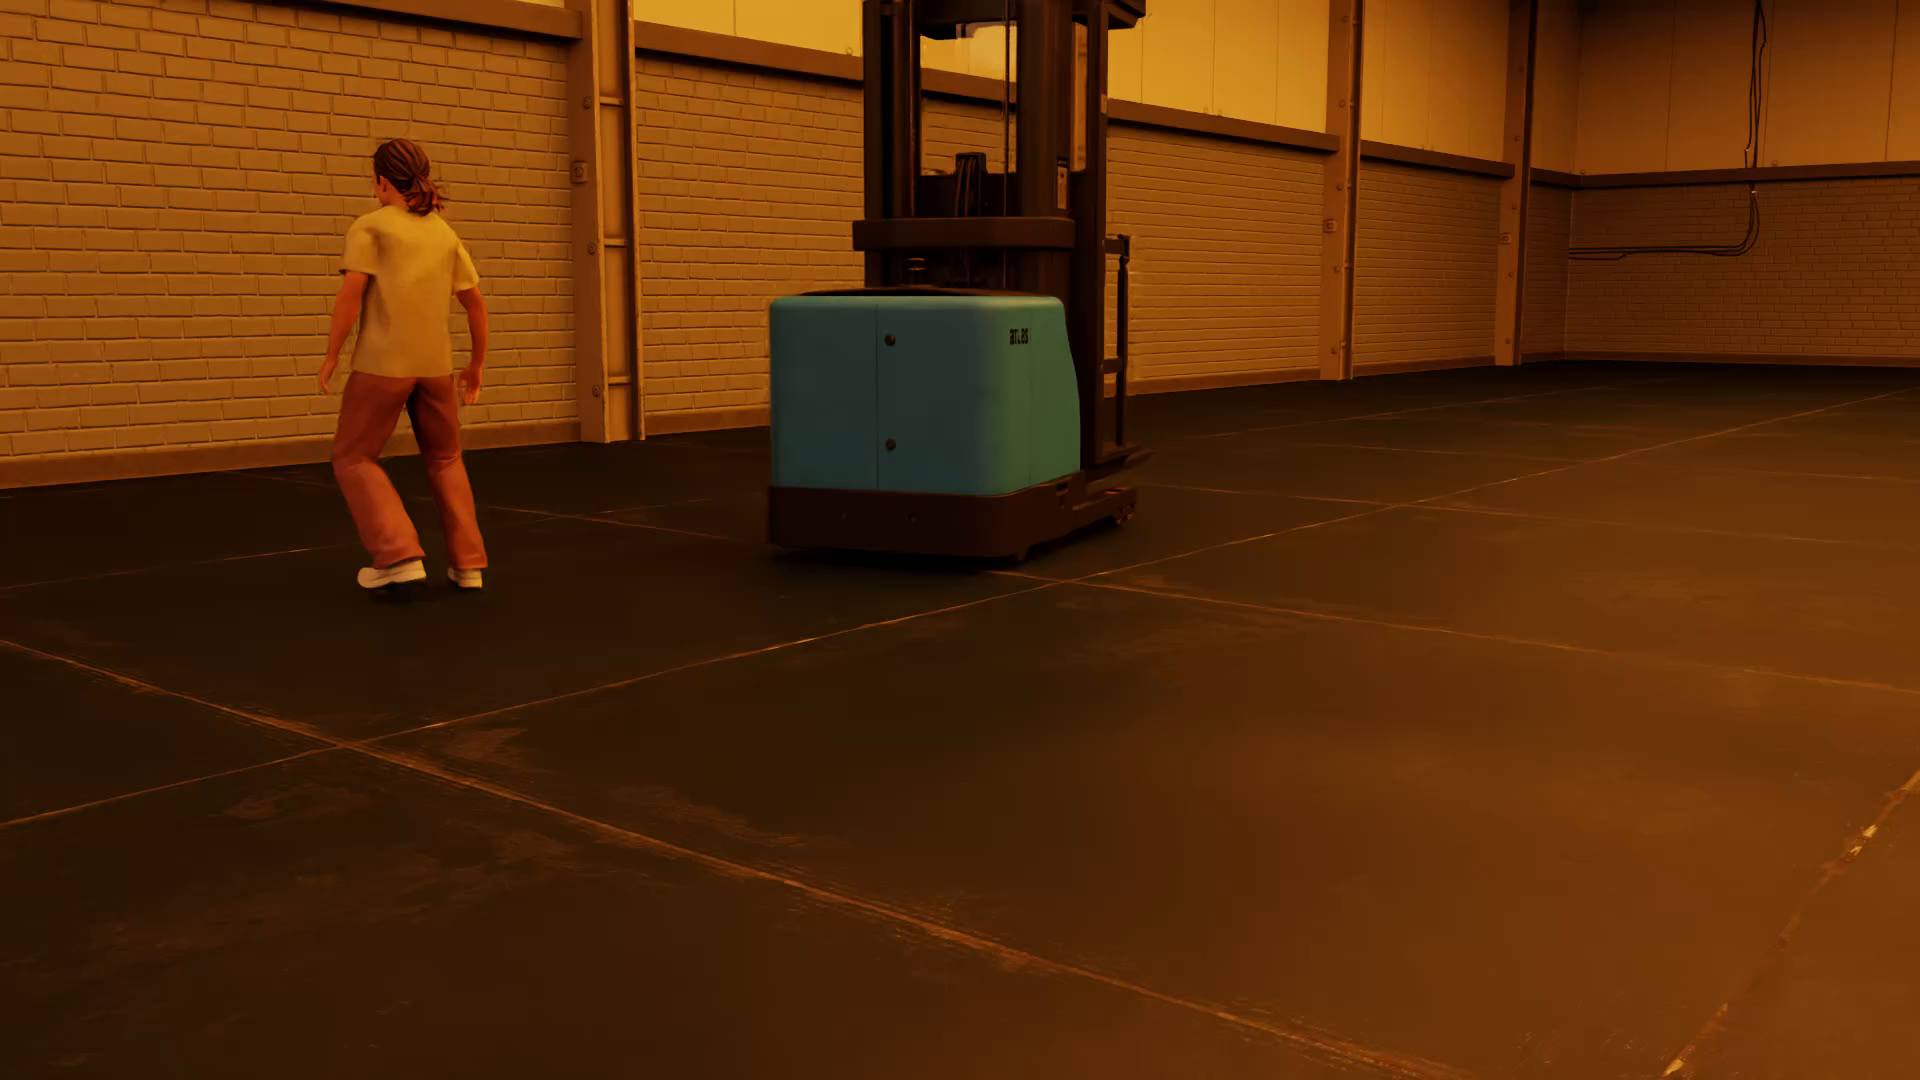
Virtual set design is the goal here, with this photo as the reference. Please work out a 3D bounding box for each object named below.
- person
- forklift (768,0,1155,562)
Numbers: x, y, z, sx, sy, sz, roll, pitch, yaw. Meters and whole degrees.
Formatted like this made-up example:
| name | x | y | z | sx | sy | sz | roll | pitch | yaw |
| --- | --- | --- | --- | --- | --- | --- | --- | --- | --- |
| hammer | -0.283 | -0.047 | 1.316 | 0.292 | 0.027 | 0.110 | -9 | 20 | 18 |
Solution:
| name | x | y | z | sx | sy | sz | roll | pitch | yaw |
| --- | --- | --- | --- | --- | --- | --- | --- | --- | --- |
| person | -1.981 | -0.607 | 5.984 | 0.396 | 1.613 | 0.614 | 8 | 11 | 43 |
| forklift | 0.219 | -1.538 | 7.792 | 1.130 | 2.935 | 3.031 | 3 | 9 | 21 |
